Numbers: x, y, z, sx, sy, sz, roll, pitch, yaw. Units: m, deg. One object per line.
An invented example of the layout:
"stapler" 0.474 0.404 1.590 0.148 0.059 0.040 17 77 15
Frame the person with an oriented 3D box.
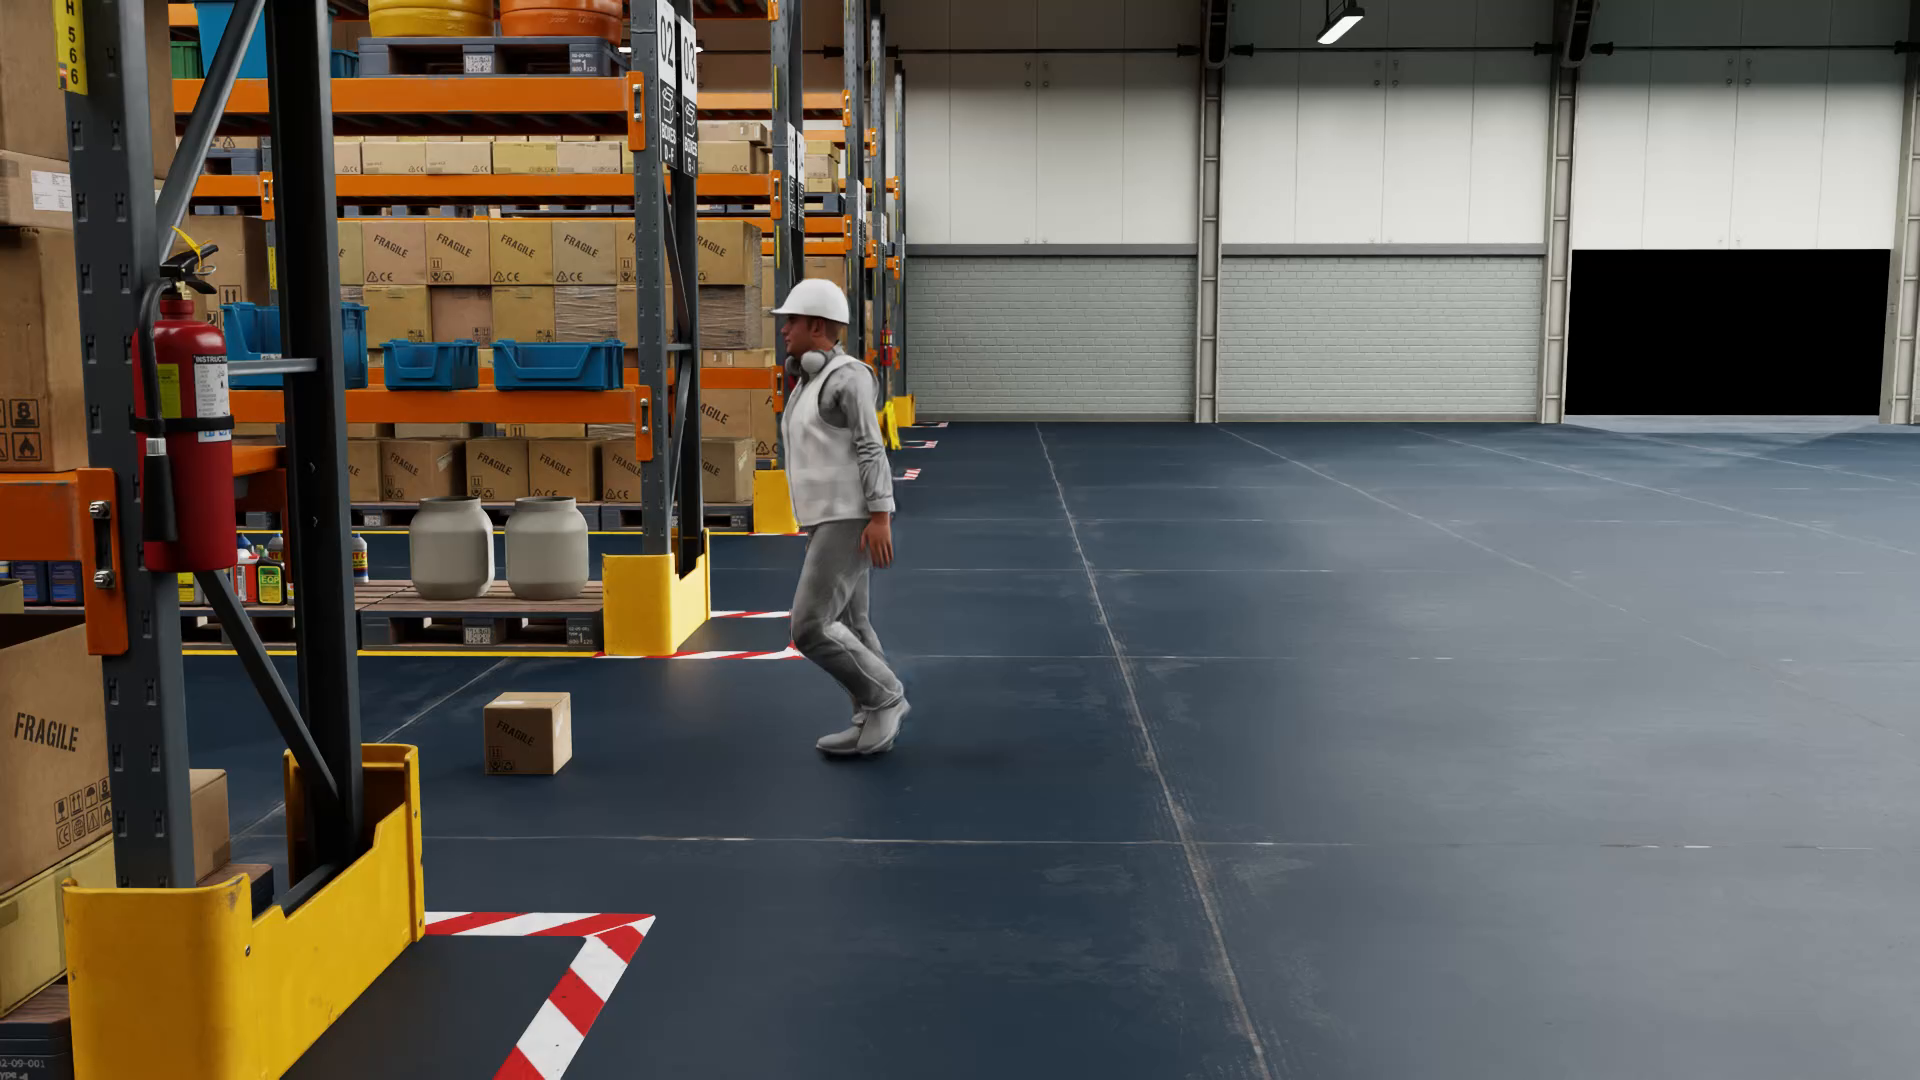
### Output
"person" -0.451 -0.075 6.144 0.476 1.762 0.566 -3 8 -20
